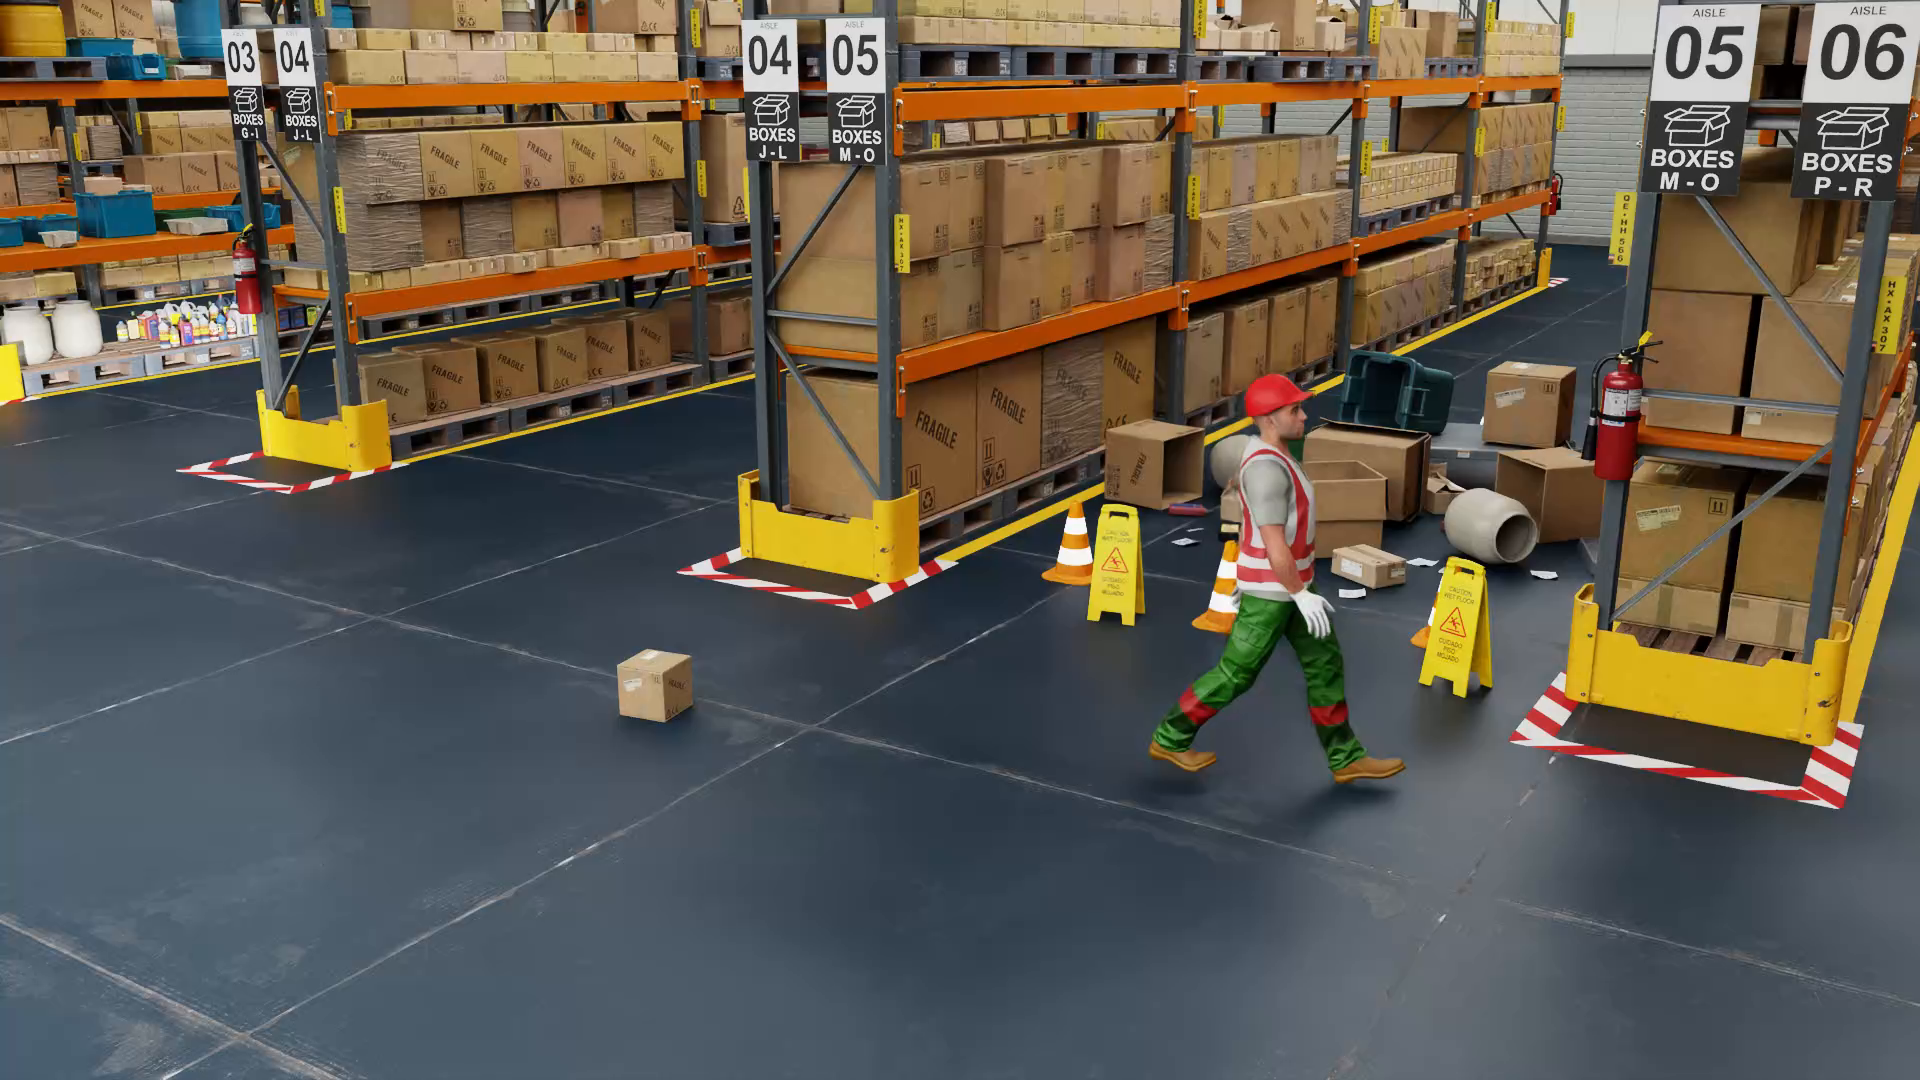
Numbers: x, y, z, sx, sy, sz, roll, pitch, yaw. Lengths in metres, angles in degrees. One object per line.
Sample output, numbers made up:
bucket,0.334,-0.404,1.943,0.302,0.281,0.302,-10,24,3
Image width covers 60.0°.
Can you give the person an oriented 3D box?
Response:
person,1.339,0.189,6.852,1.061,1.745,0.567,5,17,18
